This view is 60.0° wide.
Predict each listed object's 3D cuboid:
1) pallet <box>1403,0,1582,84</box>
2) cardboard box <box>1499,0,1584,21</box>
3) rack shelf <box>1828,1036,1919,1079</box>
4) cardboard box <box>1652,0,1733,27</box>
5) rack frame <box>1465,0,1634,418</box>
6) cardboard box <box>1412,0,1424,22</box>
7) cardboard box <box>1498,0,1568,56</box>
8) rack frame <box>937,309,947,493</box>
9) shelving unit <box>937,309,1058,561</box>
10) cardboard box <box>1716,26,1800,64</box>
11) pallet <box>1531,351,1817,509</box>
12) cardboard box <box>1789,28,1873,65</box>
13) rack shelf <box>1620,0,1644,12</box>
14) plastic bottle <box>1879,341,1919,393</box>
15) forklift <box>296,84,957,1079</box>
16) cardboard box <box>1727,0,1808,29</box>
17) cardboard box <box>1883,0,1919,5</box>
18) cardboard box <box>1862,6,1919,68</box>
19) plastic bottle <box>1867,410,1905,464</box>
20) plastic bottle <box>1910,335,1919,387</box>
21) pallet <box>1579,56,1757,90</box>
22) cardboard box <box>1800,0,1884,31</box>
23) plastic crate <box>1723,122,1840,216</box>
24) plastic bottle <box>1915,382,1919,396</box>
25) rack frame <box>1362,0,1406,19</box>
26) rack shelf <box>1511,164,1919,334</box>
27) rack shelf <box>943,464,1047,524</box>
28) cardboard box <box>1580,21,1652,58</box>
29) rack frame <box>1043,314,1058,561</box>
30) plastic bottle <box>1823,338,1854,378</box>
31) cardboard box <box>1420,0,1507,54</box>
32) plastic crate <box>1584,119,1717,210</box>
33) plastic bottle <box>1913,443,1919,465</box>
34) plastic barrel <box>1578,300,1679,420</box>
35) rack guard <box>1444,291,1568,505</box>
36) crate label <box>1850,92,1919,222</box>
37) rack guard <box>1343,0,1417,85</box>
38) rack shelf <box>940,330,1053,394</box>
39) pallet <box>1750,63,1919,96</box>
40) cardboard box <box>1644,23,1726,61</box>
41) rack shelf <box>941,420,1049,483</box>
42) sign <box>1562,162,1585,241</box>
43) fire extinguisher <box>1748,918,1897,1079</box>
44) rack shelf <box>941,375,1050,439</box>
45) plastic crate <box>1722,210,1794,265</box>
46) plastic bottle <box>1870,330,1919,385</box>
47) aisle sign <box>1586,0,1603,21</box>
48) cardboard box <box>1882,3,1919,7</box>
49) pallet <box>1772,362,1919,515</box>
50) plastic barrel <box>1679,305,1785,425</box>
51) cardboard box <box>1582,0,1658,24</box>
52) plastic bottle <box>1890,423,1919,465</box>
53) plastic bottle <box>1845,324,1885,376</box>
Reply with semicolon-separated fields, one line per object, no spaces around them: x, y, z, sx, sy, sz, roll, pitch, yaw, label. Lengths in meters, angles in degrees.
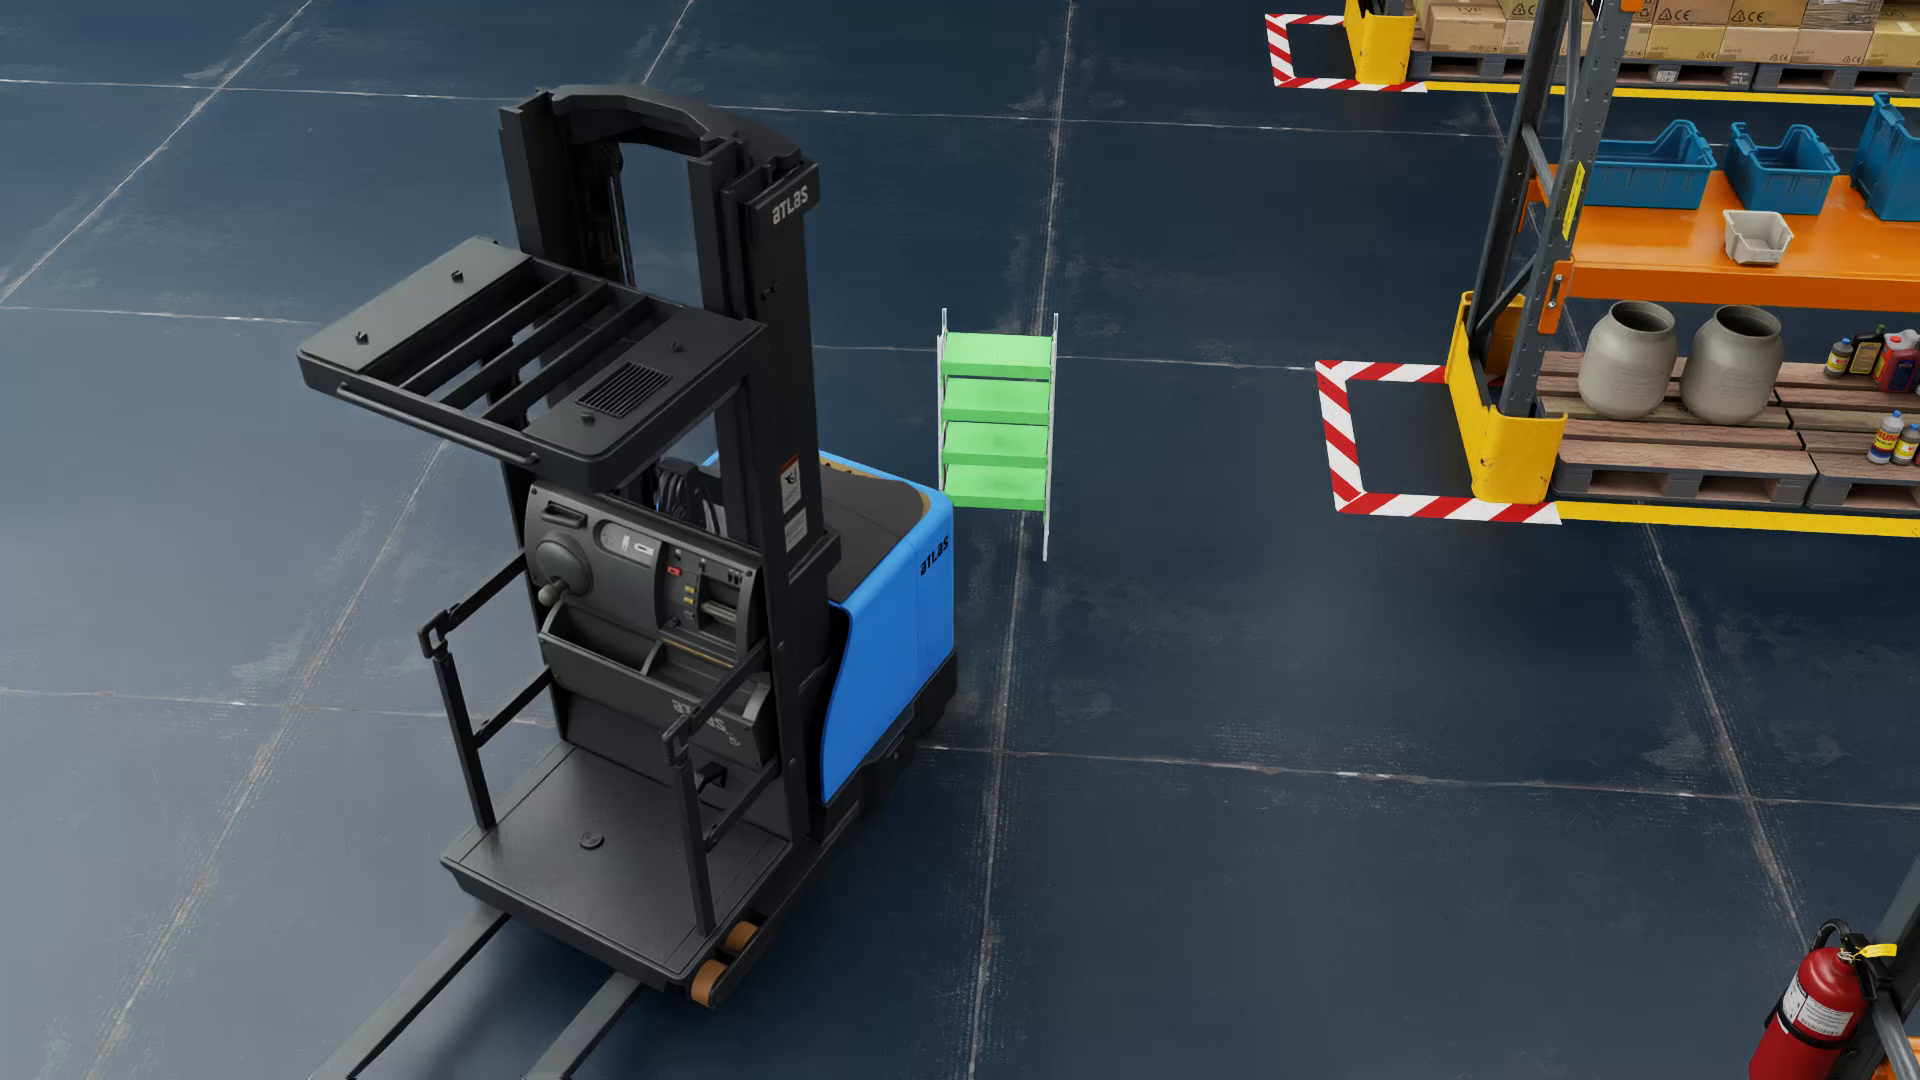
3.866;-3.702;12.302;1.213;0.211;1.003;3;39;4;pallet
4.114;-3.991;11.699;0.500;0.500;0.500;3;39;4;cardboard box
4.234;1.819;3.880;4.000;0.370;1.077;3;39;4;rack shelf
5.110;-3.934;11.629;0.500;0.500;0.500;3;39;4;cardboard box
2.669;-1.684;7.613;0.127;3.000;1.000;3;39;4;rack frame
3.660;-4.052;12.368;0.500;0.250;0.500;3;39;4;cardboard box
4.114;-3.702;11.937;0.500;0.250;0.500;3;39;4;cardboard box
-0.078;-0.470;7.547;0.015;1.200;0.240;3;39;4;rack frame
0.165;-0.456;7.531;0.503;1.200;0.258;3;39;4;shelving unit
5.608;-3.617;11.833;0.500;0.250;0.500;3;39;4;cardboard box
3.558;-0.580;8.466;1.213;0.211;1.003;3;39;4;pallet
6.107;-3.599;11.811;0.500;0.250;0.500;3;39;4;cardboard box
4.662;-2.459;6.760;4.000;0.370;1.077;3;39;4;rack shelf
4.777;-0.879;8.427;0.133;0.283;0.061;3;39;4;plastic bottle
-1.170;0.184;5.373;1.130;2.935;3.031;19;43;22;forklift
5.609;-3.916;11.607;0.500;0.500;0.500;3;39;4;cardboard box
6.650;-4.191;11.944;0.500;0.500;0.500;3;39;4;cardboard box
6.605;-3.566;11.770;0.500;0.250;0.500;3;39;4;cardboard box
4.449;-0.502;7.974;0.097;0.271;0.097;0;39;0;plastic bottle
4.924;-0.936;8.503;0.135;0.276;0.152;2;39;3;plastic bottle
5.078;-3.634;12.218;1.213;0.211;1.003;3;39;4;pallet
6.107;-3.891;11.576;0.500;0.500;0.500;3;39;4;cardboard box
3.840;-1.748;7.810;0.408;0.251;0.499;3;39;4;plastic crate
4.932;-0.827;8.429;0.097;0.201;0.097;0;39;0;plastic bottle
3.100;-4.799;11.440;0.127;3.000;1.000;3;39;4;rack frame
4.662;-1.296;7.707;4.000;0.370;1.077;3;39;4;rack shelf
0.165;-0.221;7.722;0.480;0.148;0.258;3;39;4;rack shelf
4.612;-3.674;11.904;0.500;0.250;0.500;3;39;4;cardboard box
0.408;-0.443;7.514;0.015;1.200;0.240;3;39;4;rack frame
4.537;-0.945;8.574;0.097;0.201;0.097;0;39;0;plastic bottle
3.615;-3.726;11.968;0.500;0.250;0.500;3;39;4;cardboard box
3.194;-1.787;7.858;0.616;0.251;0.499;3;39;4;plastic crate
4.673;-0.483;7.941;0.133;0.283;0.061;4;39;5;plastic bottle
3.332;-0.894;8.281;0.421;0.512;0.421;0;39;0;plastic barrel
2.749;-0.740;8.434;0.348;0.500;1.175;3;39;4;rack guard
4.526;-1.768;7.688;0.616;0.435;0.502;3;39;4;crate label
3.076;-3.831;12.231;0.348;0.500;1.175;3;39;4;rack guard
0.165;-0.779;7.268;0.480;0.148;0.258;3;39;4;rack shelf
6.297;-3.570;12.139;1.213;0.211;1.003;3;39;4;pallet
5.110;-3.644;11.866;0.500;0.250;0.500;3;39;4;cardboard box
0.165;-0.407;7.571;0.480;0.148;0.258;3;39;4;rack shelf
2.617;-1.446;7.101;0.005;0.325;0.100;3;39;4;sign
2.168;1.165;4.174;0.183;0.674;0.296;3;39;4;fire extinguisher
0.165;-0.593;7.419;0.480;0.148;0.258;3;39;4;rack shelf
3.533;-1.331;7.388;0.250;0.136;0.298;3;39;4;plastic crate
4.786;-0.943;8.512;0.135;0.276;0.152;3;39;4;plastic bottle
2.572;-2.512;6.571;0.004;0.787;0.394;3;39;4;aisle sign
6.650;-3.894;12.173;0.500;0.250;0.500;3;39;4;cardboard box
4.770;-0.512;8.383;1.213;0.211;1.003;3;39;4;pallet
3.831;-0.867;8.248;0.421;0.512;0.421;0;39;0;plastic barrel
4.613;-3.972;11.676;0.500;0.500;0.500;3;39;4;cardboard box
4.552;-0.469;7.989;0.097;0.201;0.097;0;39;0;plastic bottle
4.655;-0.982;8.554;0.133;0.283;0.061;4;39;5;plastic bottle
